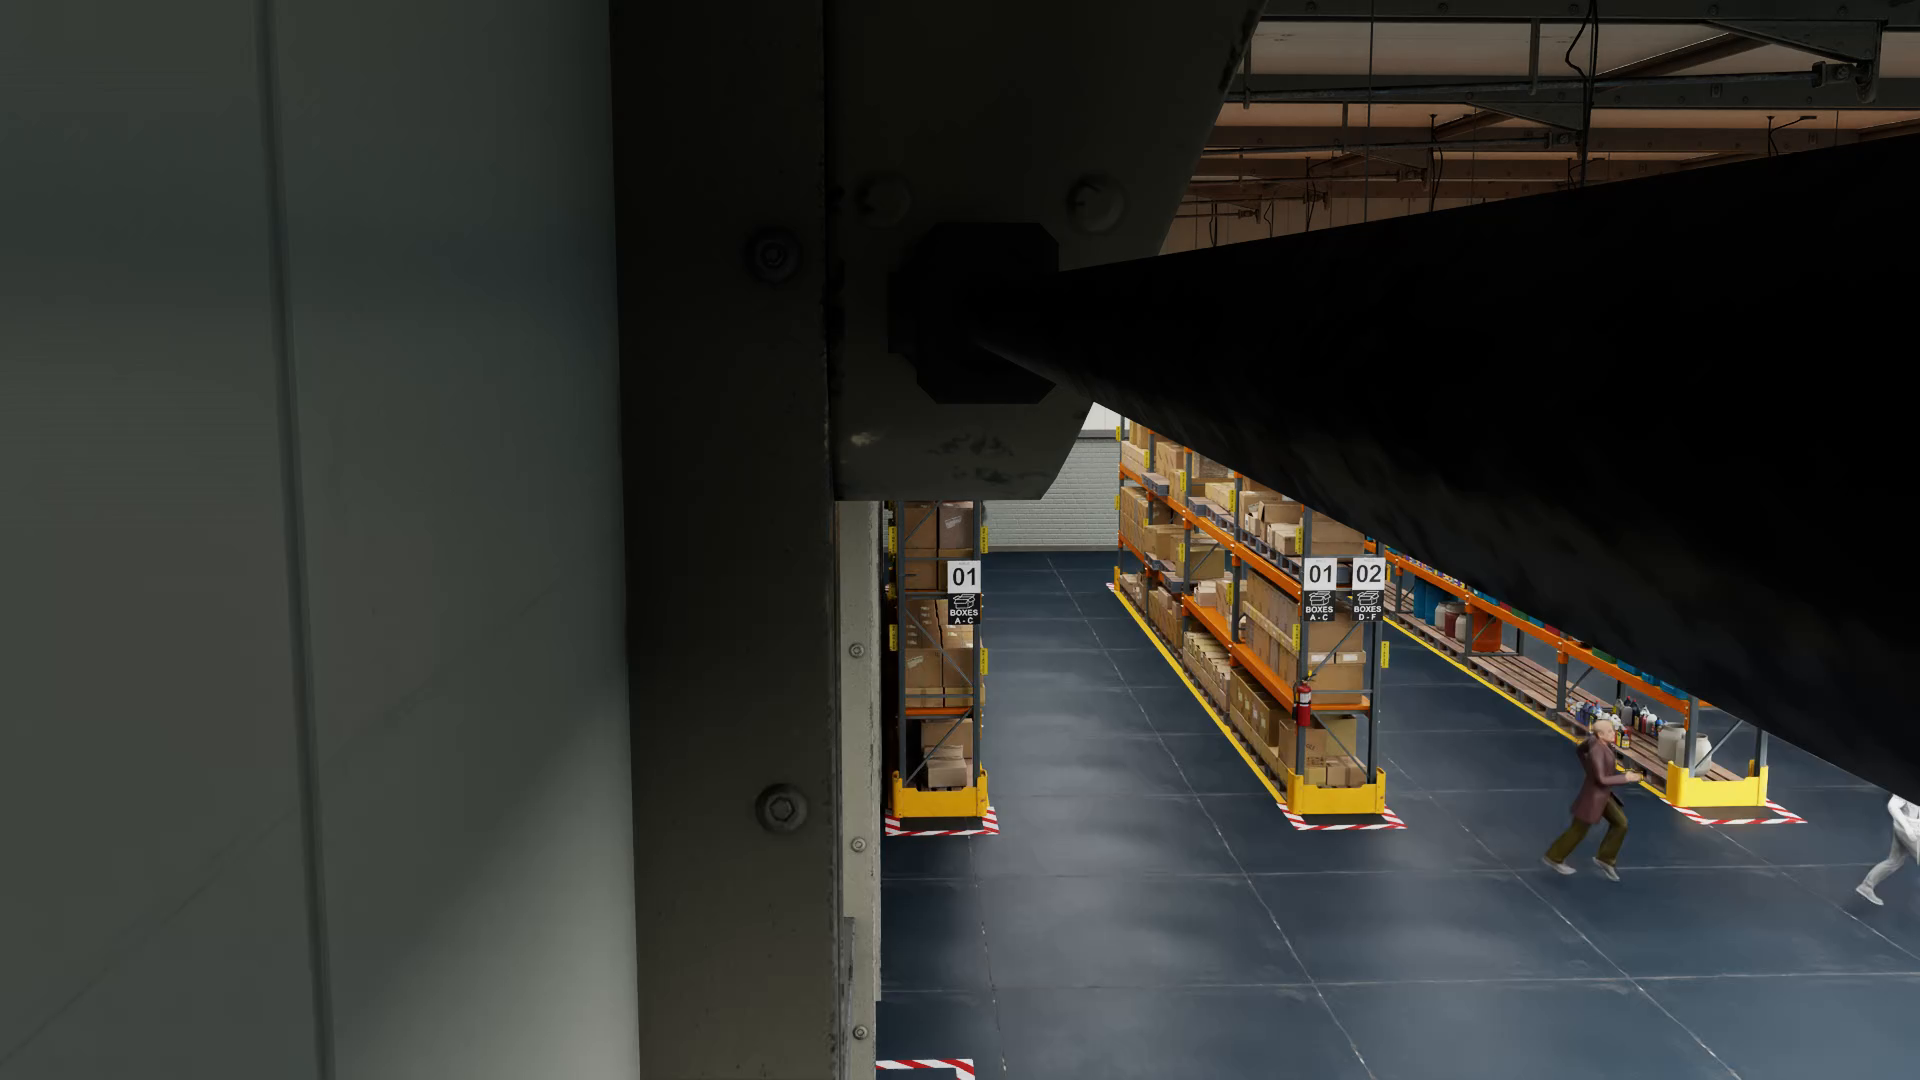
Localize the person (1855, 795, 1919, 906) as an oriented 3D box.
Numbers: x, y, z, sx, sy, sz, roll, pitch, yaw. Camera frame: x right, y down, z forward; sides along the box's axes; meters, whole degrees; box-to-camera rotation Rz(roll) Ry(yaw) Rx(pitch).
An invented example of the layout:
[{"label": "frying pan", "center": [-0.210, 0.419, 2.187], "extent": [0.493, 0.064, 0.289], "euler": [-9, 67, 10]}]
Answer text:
[{"label": "person", "center": [9.763, 3.032, 17.108], "extent": [0.839, 1.726, 0.593], "euler": [3, 9, 19]}]

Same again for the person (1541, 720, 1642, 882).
[{"label": "person", "center": [6.938, 2.849, 18.225], "extent": [0.972, 1.824, 0.734], "euler": [5, 9, 29]}]
